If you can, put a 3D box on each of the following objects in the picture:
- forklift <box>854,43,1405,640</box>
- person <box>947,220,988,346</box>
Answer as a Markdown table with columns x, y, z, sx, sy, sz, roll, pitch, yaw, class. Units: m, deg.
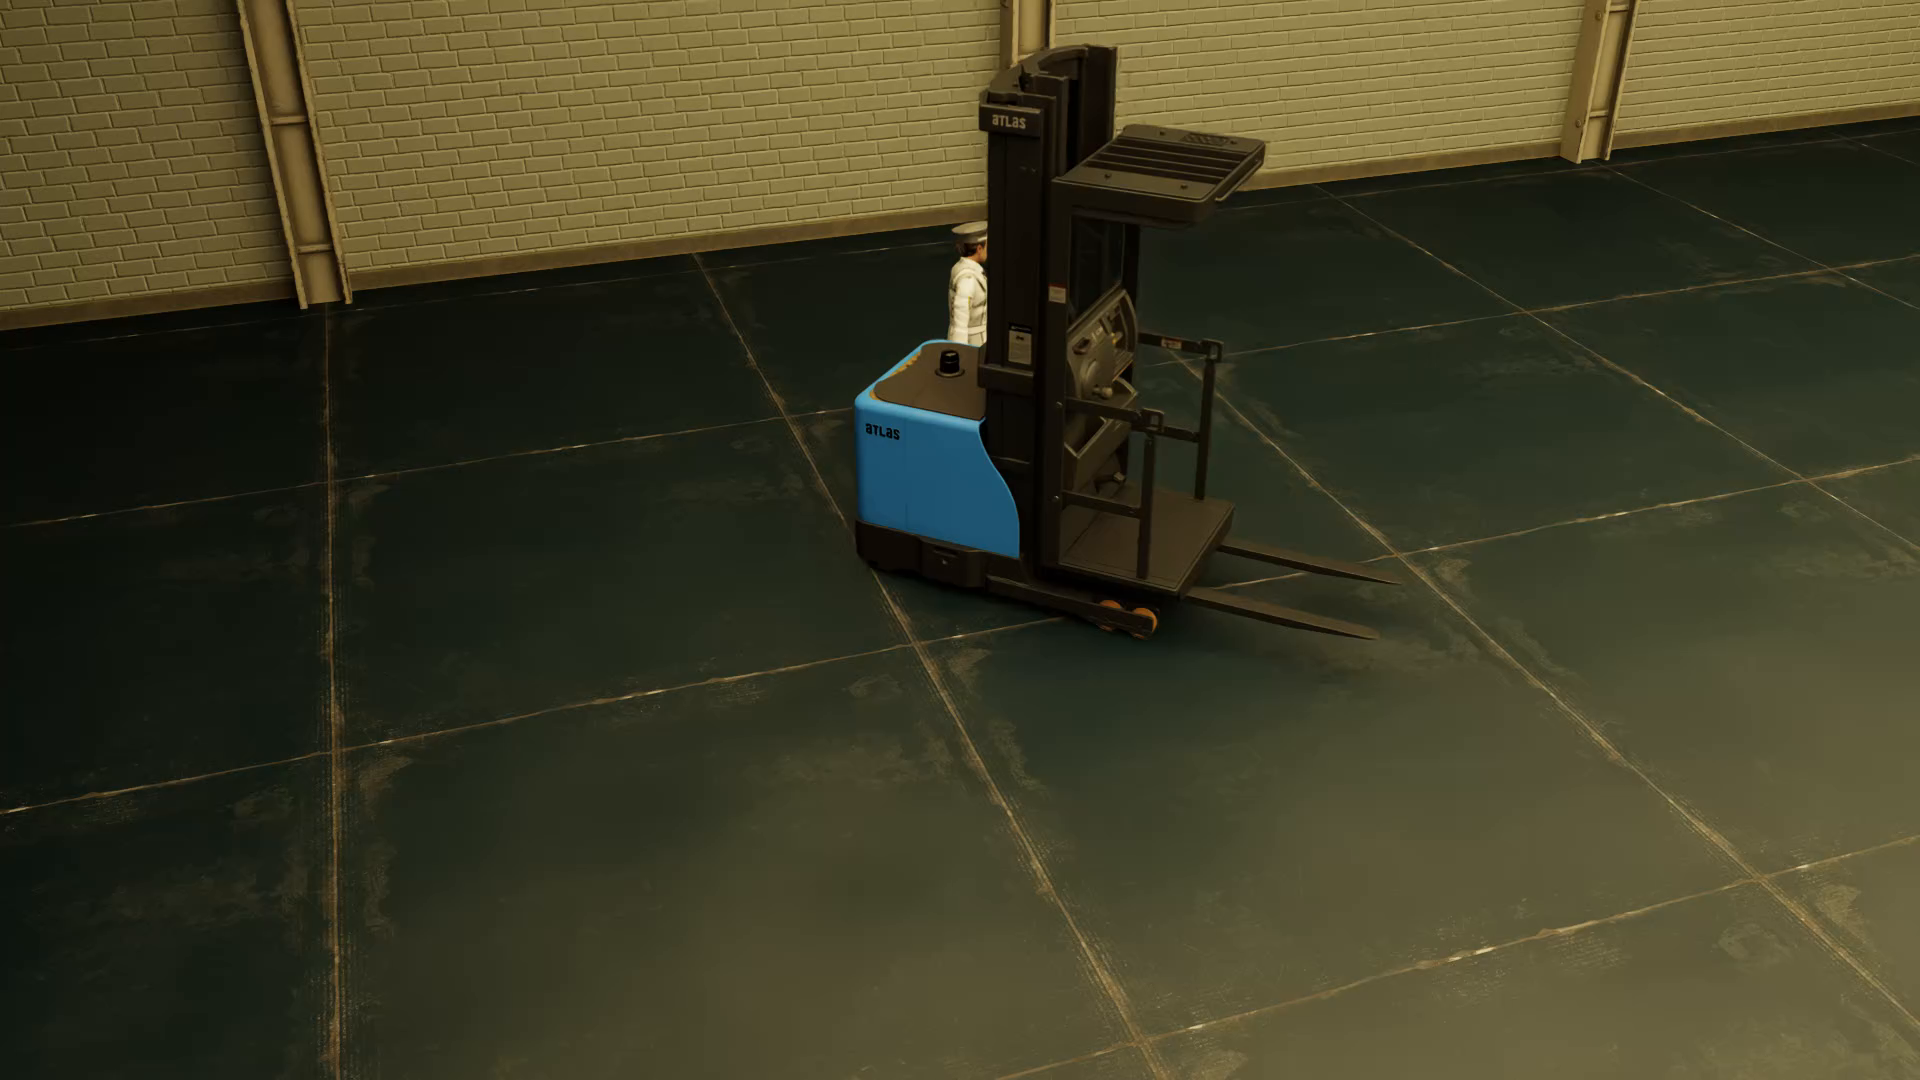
| x | y | z | sx | sy | sz | roll | pitch | yaw | class |
| --- | --- | --- | --- | --- | --- | --- | --- | --- | --- |
| 0.951 | -1.033 | 8.883 | 3.031 | 2.935 | 1.130 | 13 | 32 | 22 | forklift |
| -0.010 | -1.182 | 10.528 | 0.454 | 1.644 | 0.802 | 0 | 30 | 0 | person |
